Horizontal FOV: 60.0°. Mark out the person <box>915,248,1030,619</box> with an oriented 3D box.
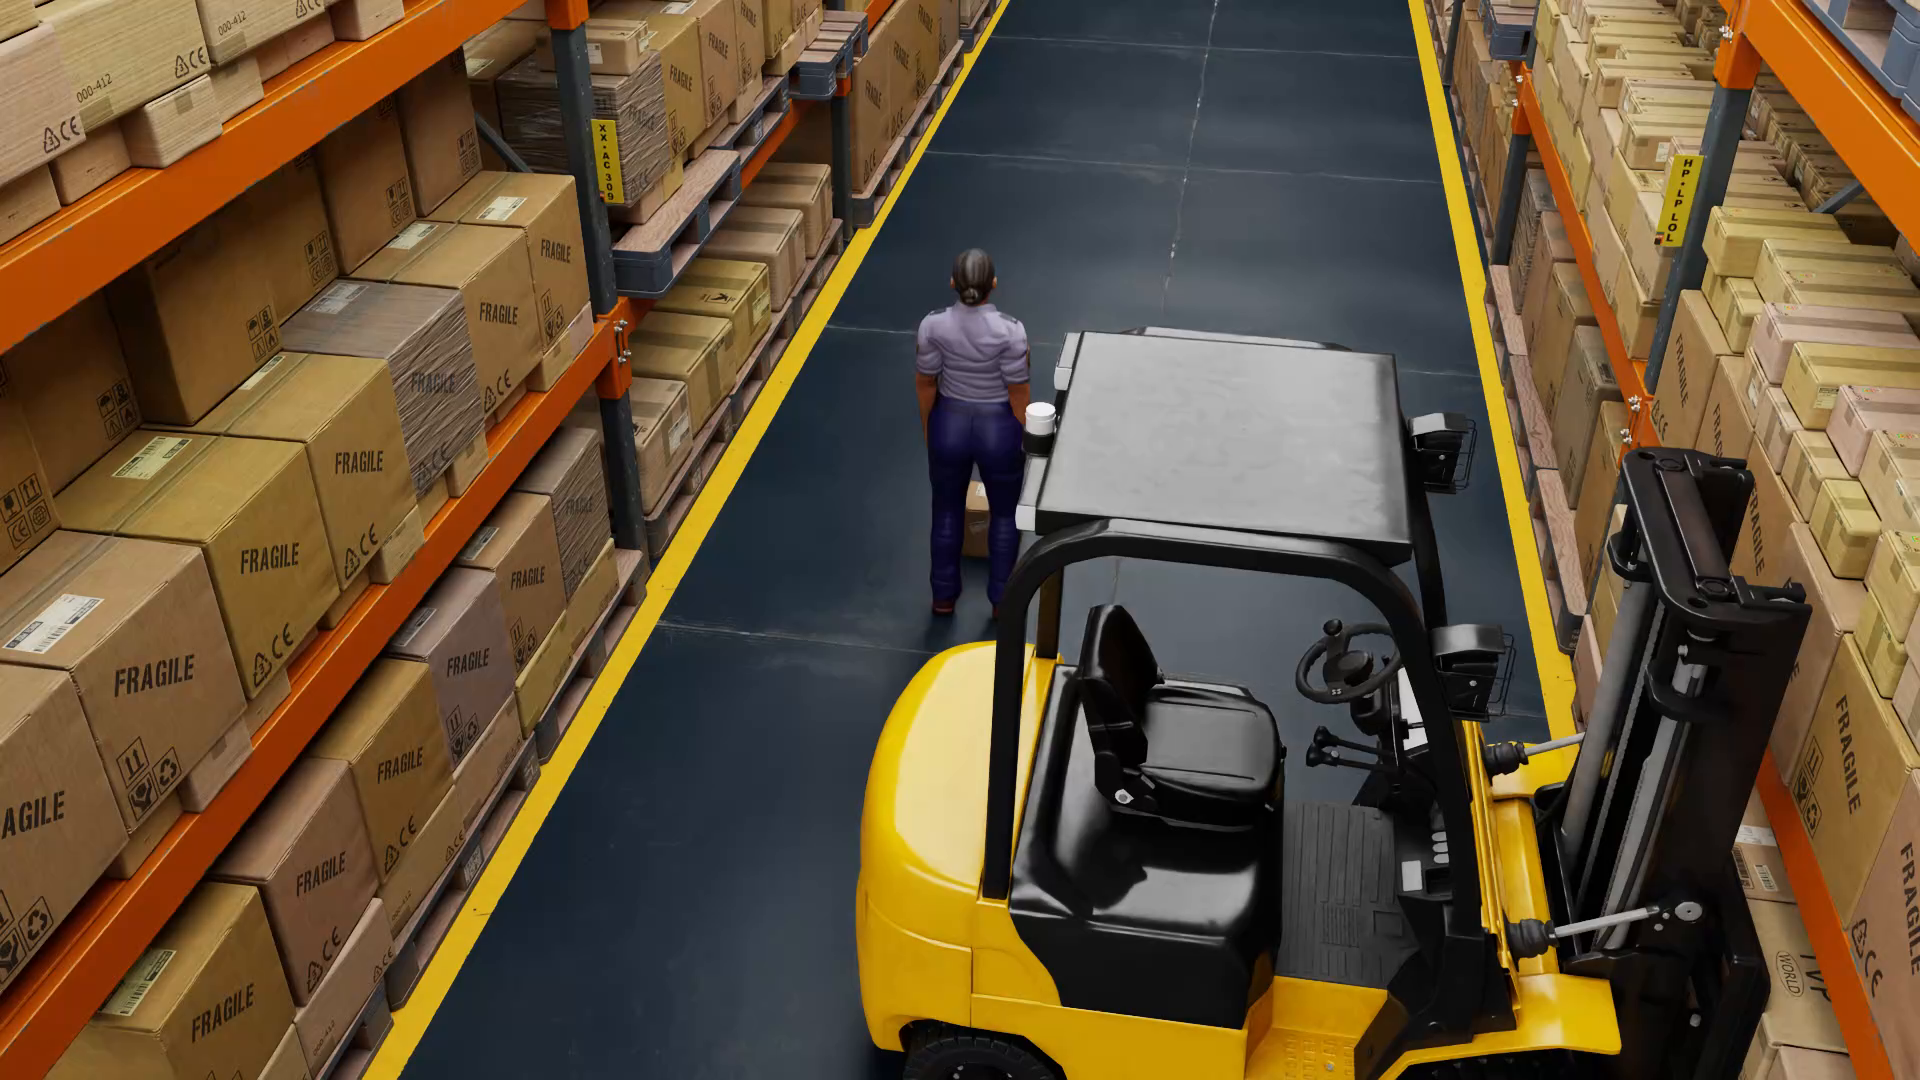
[{"bbox_3d":[0.055,-0.419,6.832,0.468,1.673,0.343,6,33,9],"label":"person"}]
